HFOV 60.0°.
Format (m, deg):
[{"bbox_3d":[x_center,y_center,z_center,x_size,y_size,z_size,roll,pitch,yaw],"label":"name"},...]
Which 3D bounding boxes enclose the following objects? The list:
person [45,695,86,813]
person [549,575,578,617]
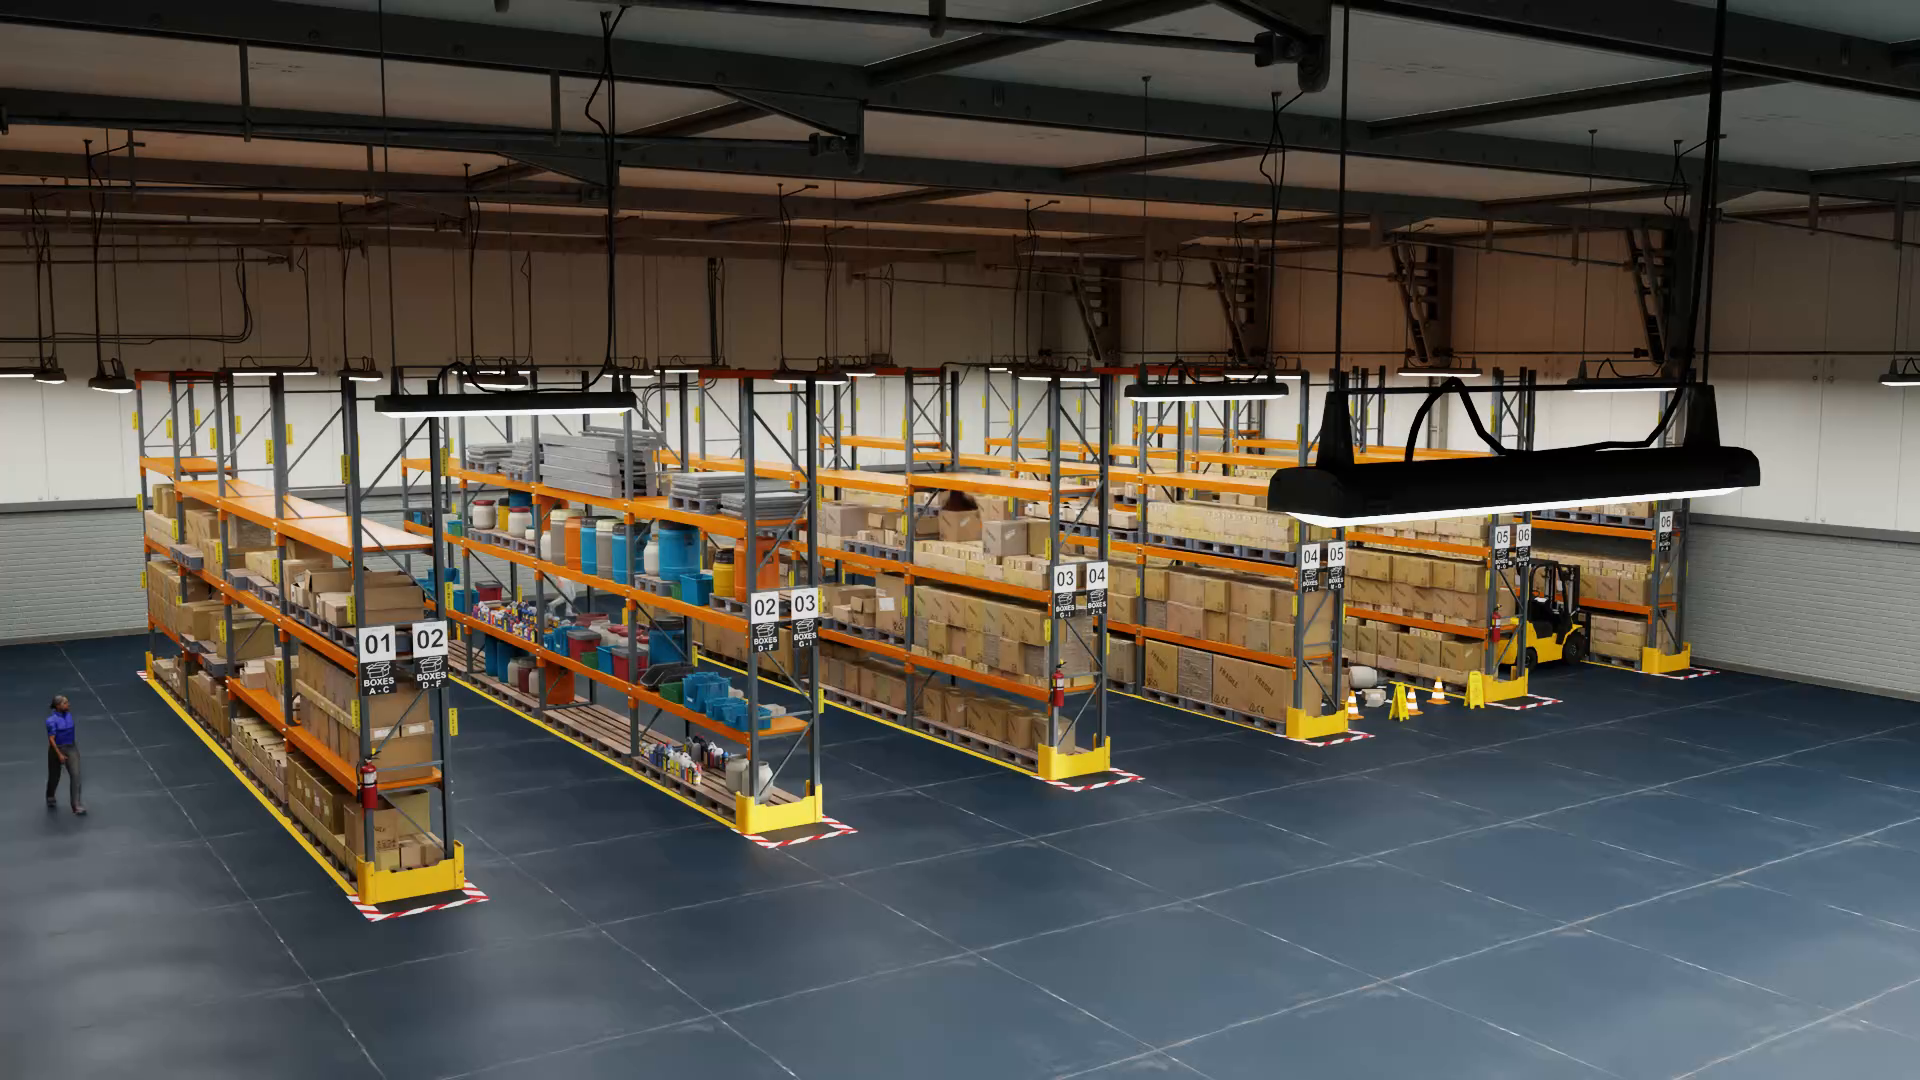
[{"bbox_3d":[-12.423,2.943,23.000,0.385,1.610,0.964,-6,9,-41],"label":"person"},{"bbox_3d":[-9.478,0.959,39.771,0.651,1.747,0.546,1,6,7],"label":"person"}]
